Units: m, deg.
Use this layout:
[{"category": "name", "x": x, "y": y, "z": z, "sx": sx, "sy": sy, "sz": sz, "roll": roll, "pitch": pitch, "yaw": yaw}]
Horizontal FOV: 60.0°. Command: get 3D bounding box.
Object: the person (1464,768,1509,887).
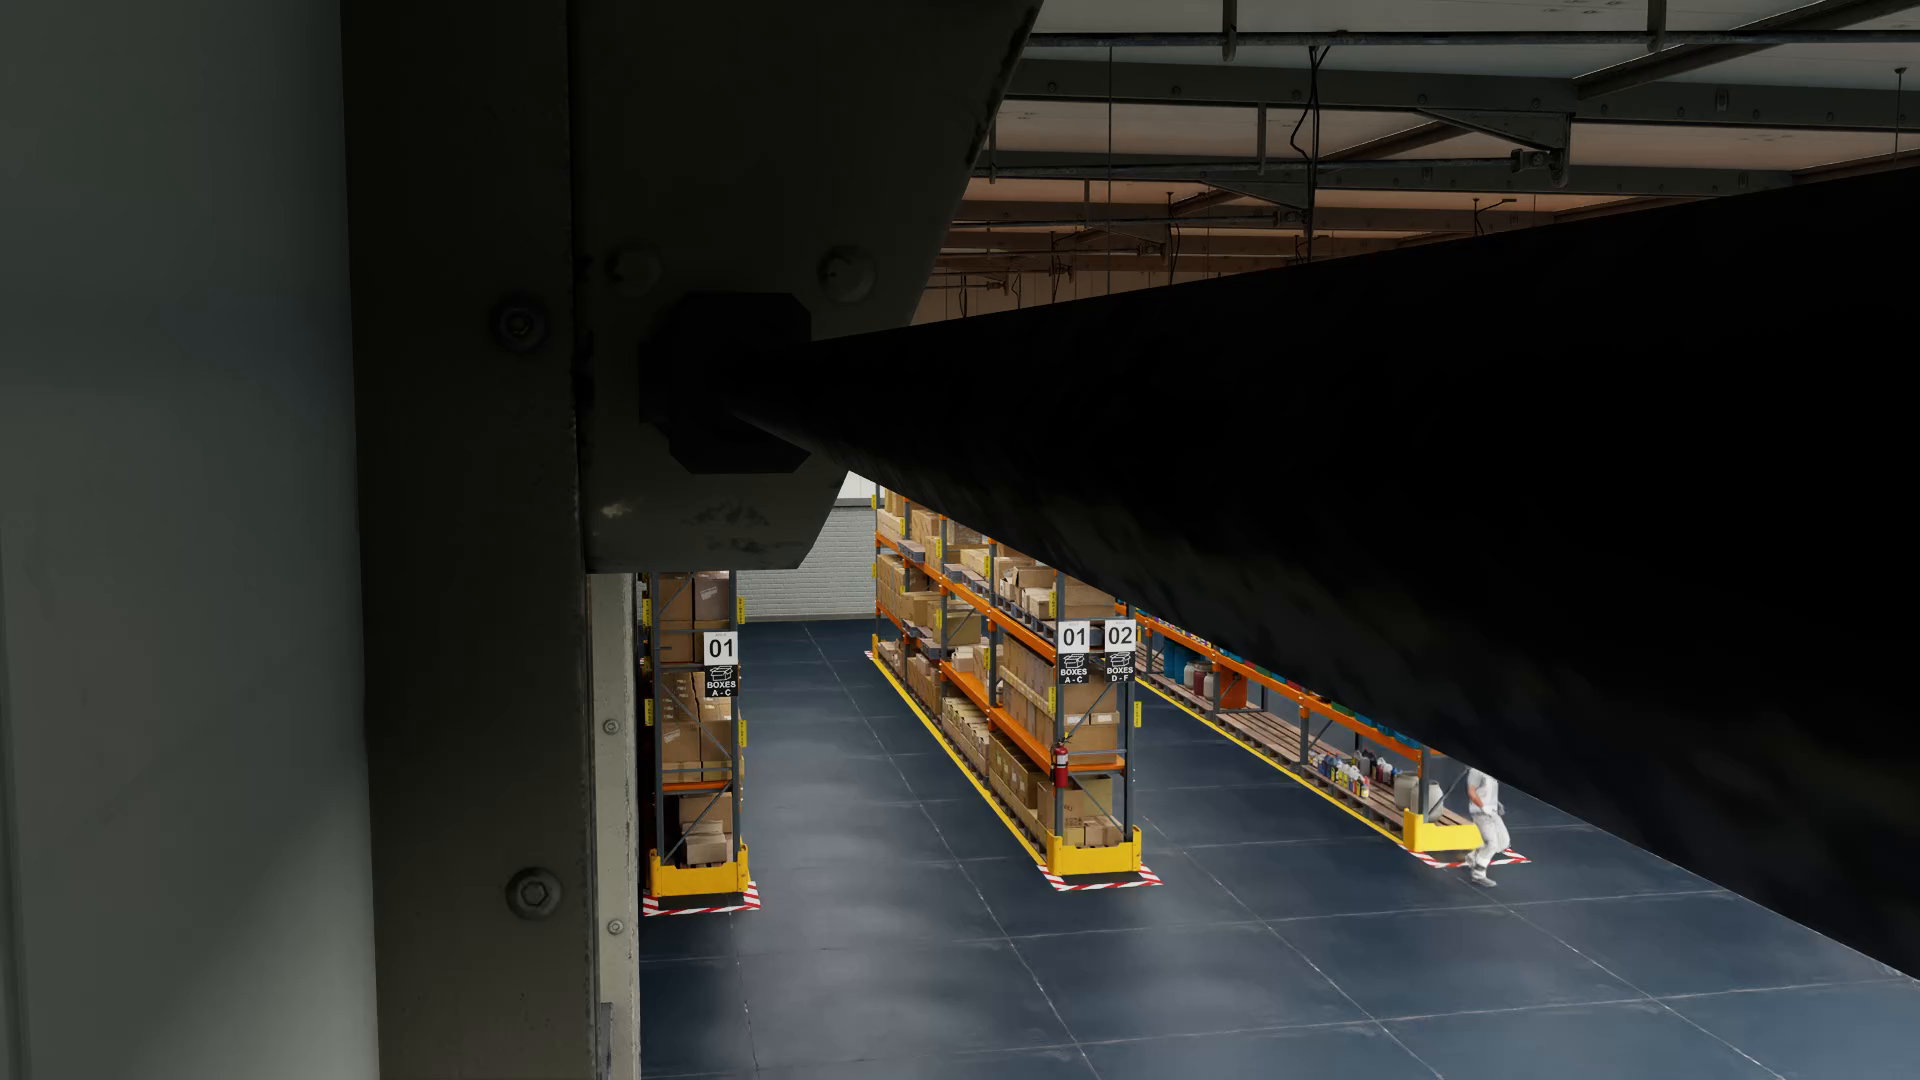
[{"category": "person", "x": 6.518, "y": 3.372, "z": 20.526, "sx": 0.522, "sy": 1.733, "sz": 0.692, "roll": 4, "pitch": 7, "yaw": 35}]
